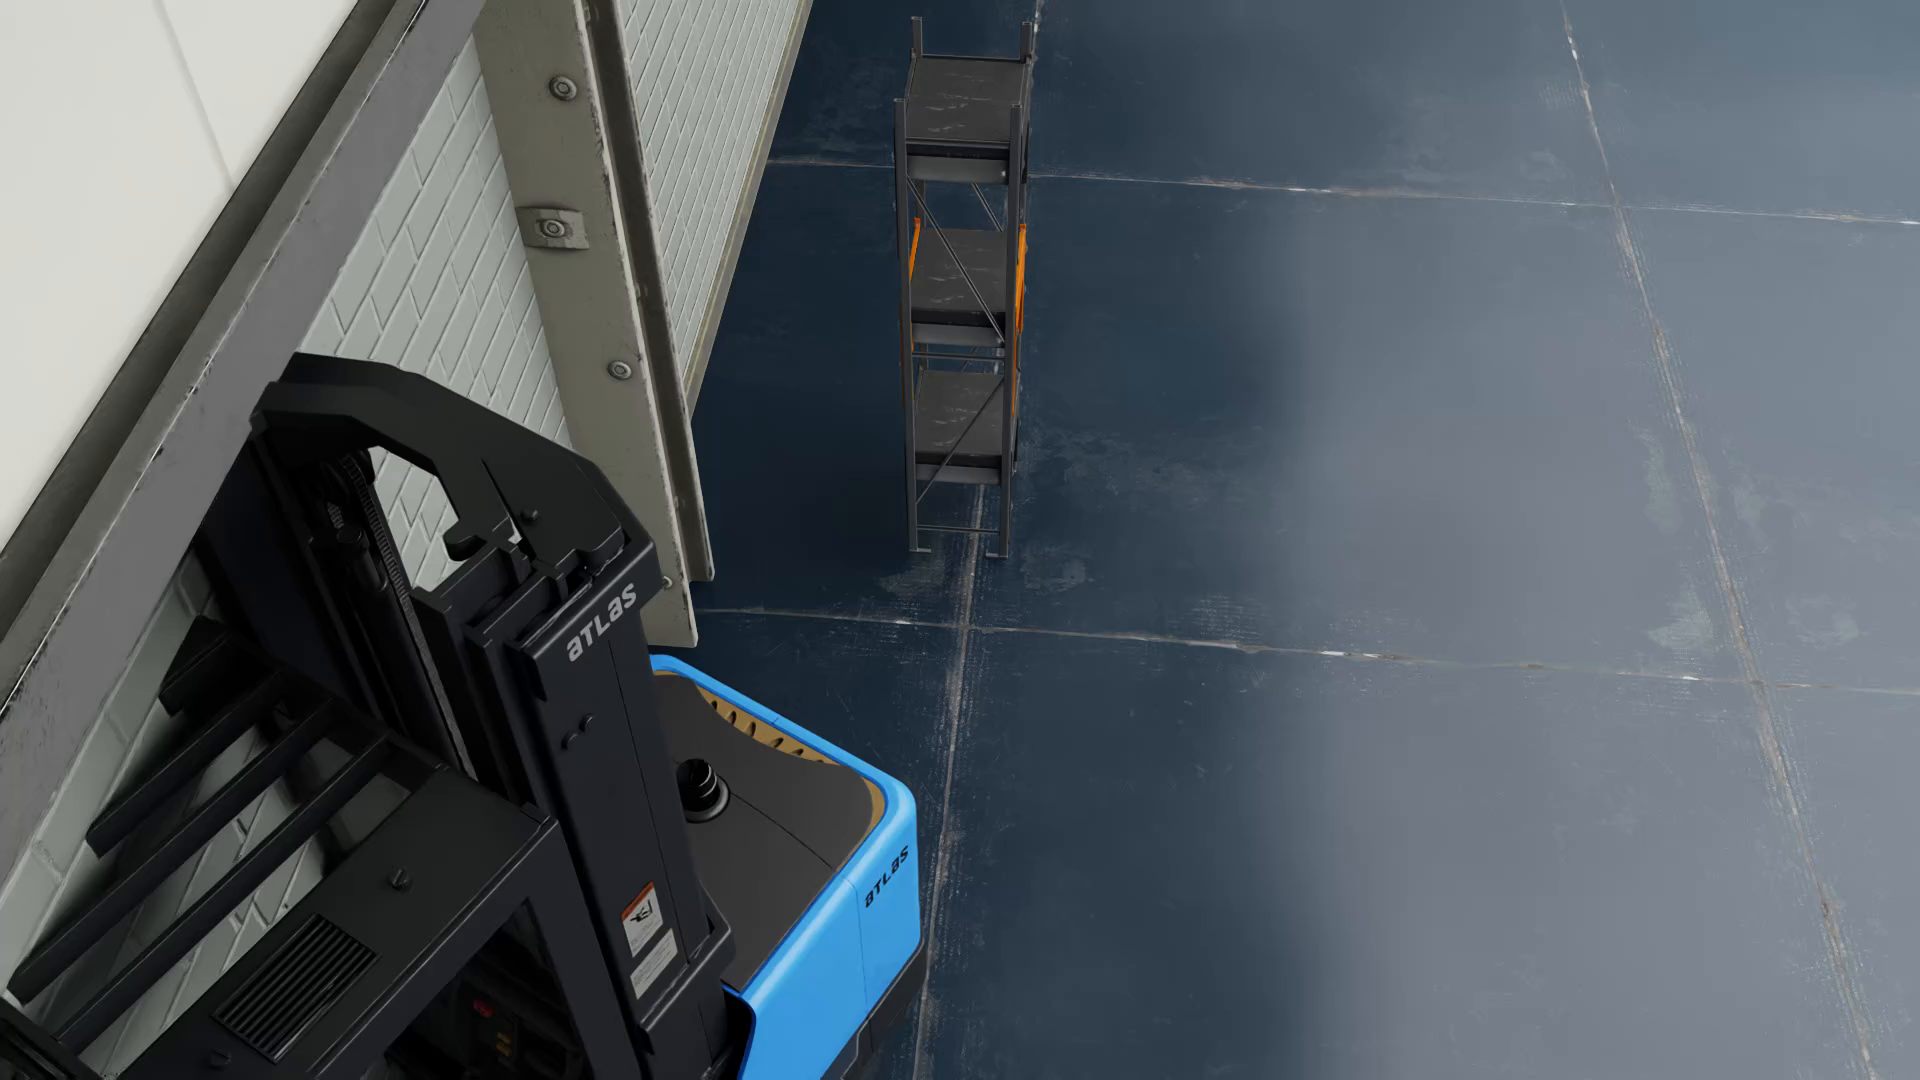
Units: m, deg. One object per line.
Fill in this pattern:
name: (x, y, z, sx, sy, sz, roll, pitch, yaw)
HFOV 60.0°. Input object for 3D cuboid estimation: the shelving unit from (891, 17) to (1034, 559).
shelving unit: (0.015, -0.830, 6.112, 0.431, 2.100, 0.503, 4, 48, 4)

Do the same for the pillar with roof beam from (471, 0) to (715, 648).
pillar with roof beam: (3.134, -2.489, 2.954, 9.100, 9.000, 0.400, 4, 48, 4)

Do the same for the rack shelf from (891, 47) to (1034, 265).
rack shelf: (0.015, -1.294, 5.606, 0.431, 0.518, 0.480, 4, 48, 4)

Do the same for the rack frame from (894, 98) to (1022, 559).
rack frame: (-0.007, -0.651, 5.948, 0.400, 2.100, 0.015, 4, 48, 4)

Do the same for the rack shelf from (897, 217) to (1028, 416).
rack shelf: (0.015, -0.821, 6.122, 0.431, 0.518, 0.480, 4, 48, 4)

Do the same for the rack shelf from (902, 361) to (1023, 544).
rack shelf: (0.015, -0.349, 6.639, 0.431, 0.518, 0.480, 4, 48, 4)

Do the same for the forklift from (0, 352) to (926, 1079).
forklift: (-1.332, 1.164, 3.725, 1.130, 2.935, 3.031, 26, 52, 22)

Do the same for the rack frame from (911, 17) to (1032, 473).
rack frame: (0.037, -1.010, 6.276, 0.400, 2.100, 0.015, 4, 48, 4)
